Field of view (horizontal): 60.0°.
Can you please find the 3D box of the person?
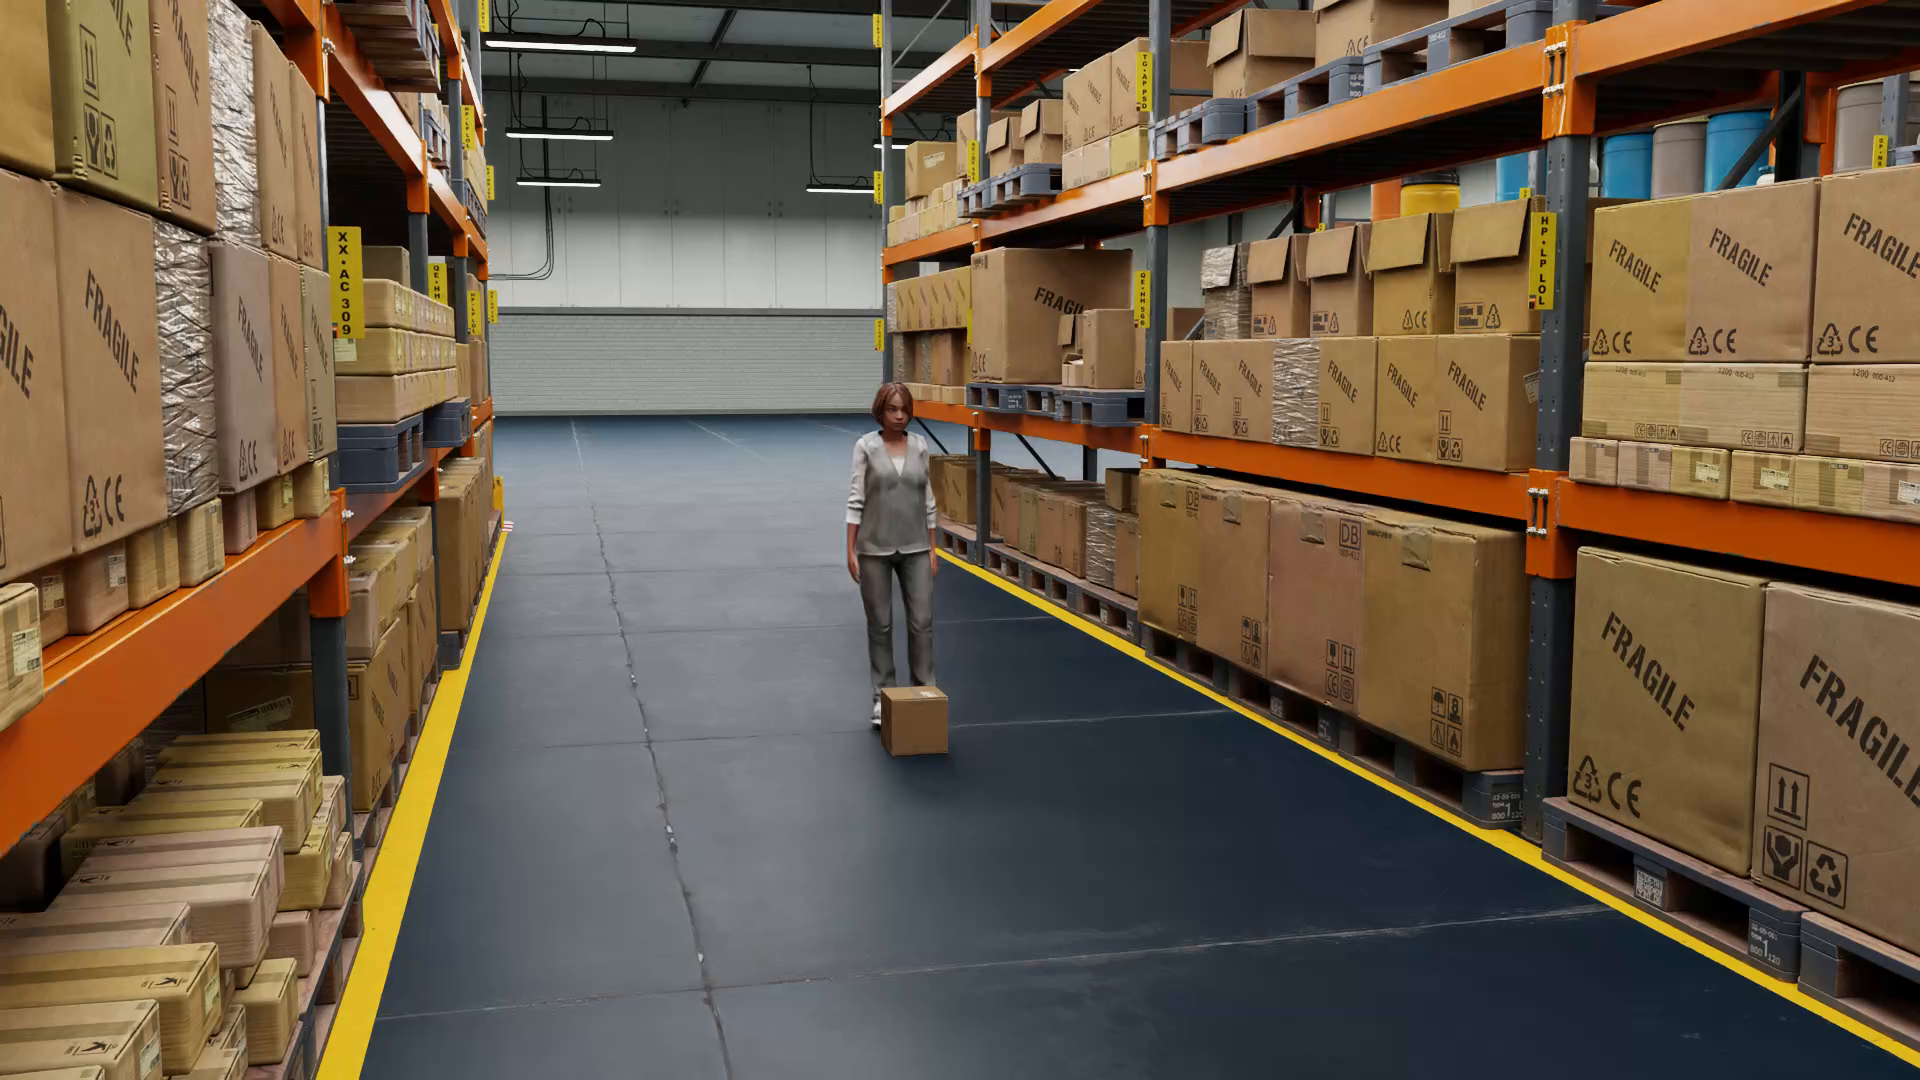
[{"bbox_3d":[-0.298,0.077,7.646,0.438,1.604,0.496,-2,7,-13],"label":"person"}]
